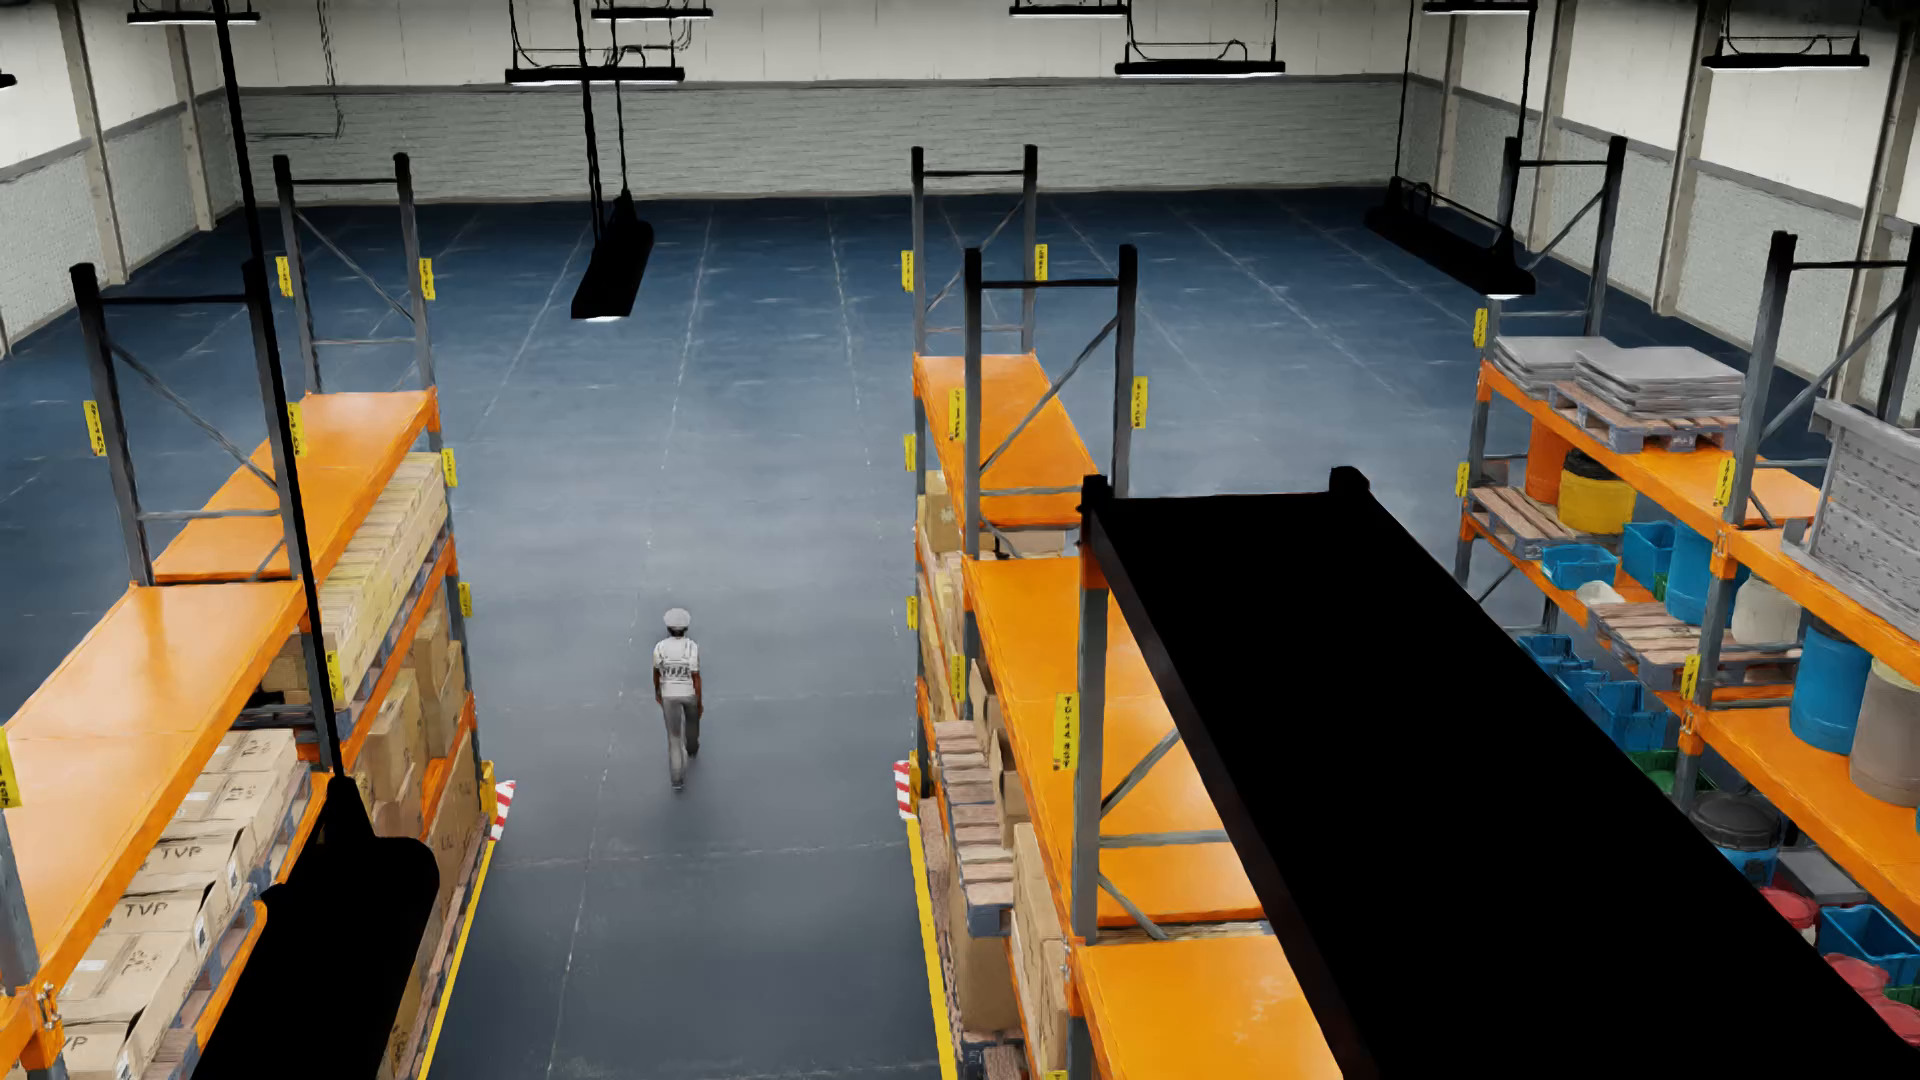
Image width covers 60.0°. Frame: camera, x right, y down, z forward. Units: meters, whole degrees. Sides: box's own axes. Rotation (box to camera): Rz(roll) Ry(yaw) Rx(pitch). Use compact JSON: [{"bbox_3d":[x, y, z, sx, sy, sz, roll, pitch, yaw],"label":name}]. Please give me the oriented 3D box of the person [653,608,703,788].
[{"bbox_3d":[-2.672,1.446,15.770,0.463,1.622,0.989,-3,22,-6],"label":"person"}]
